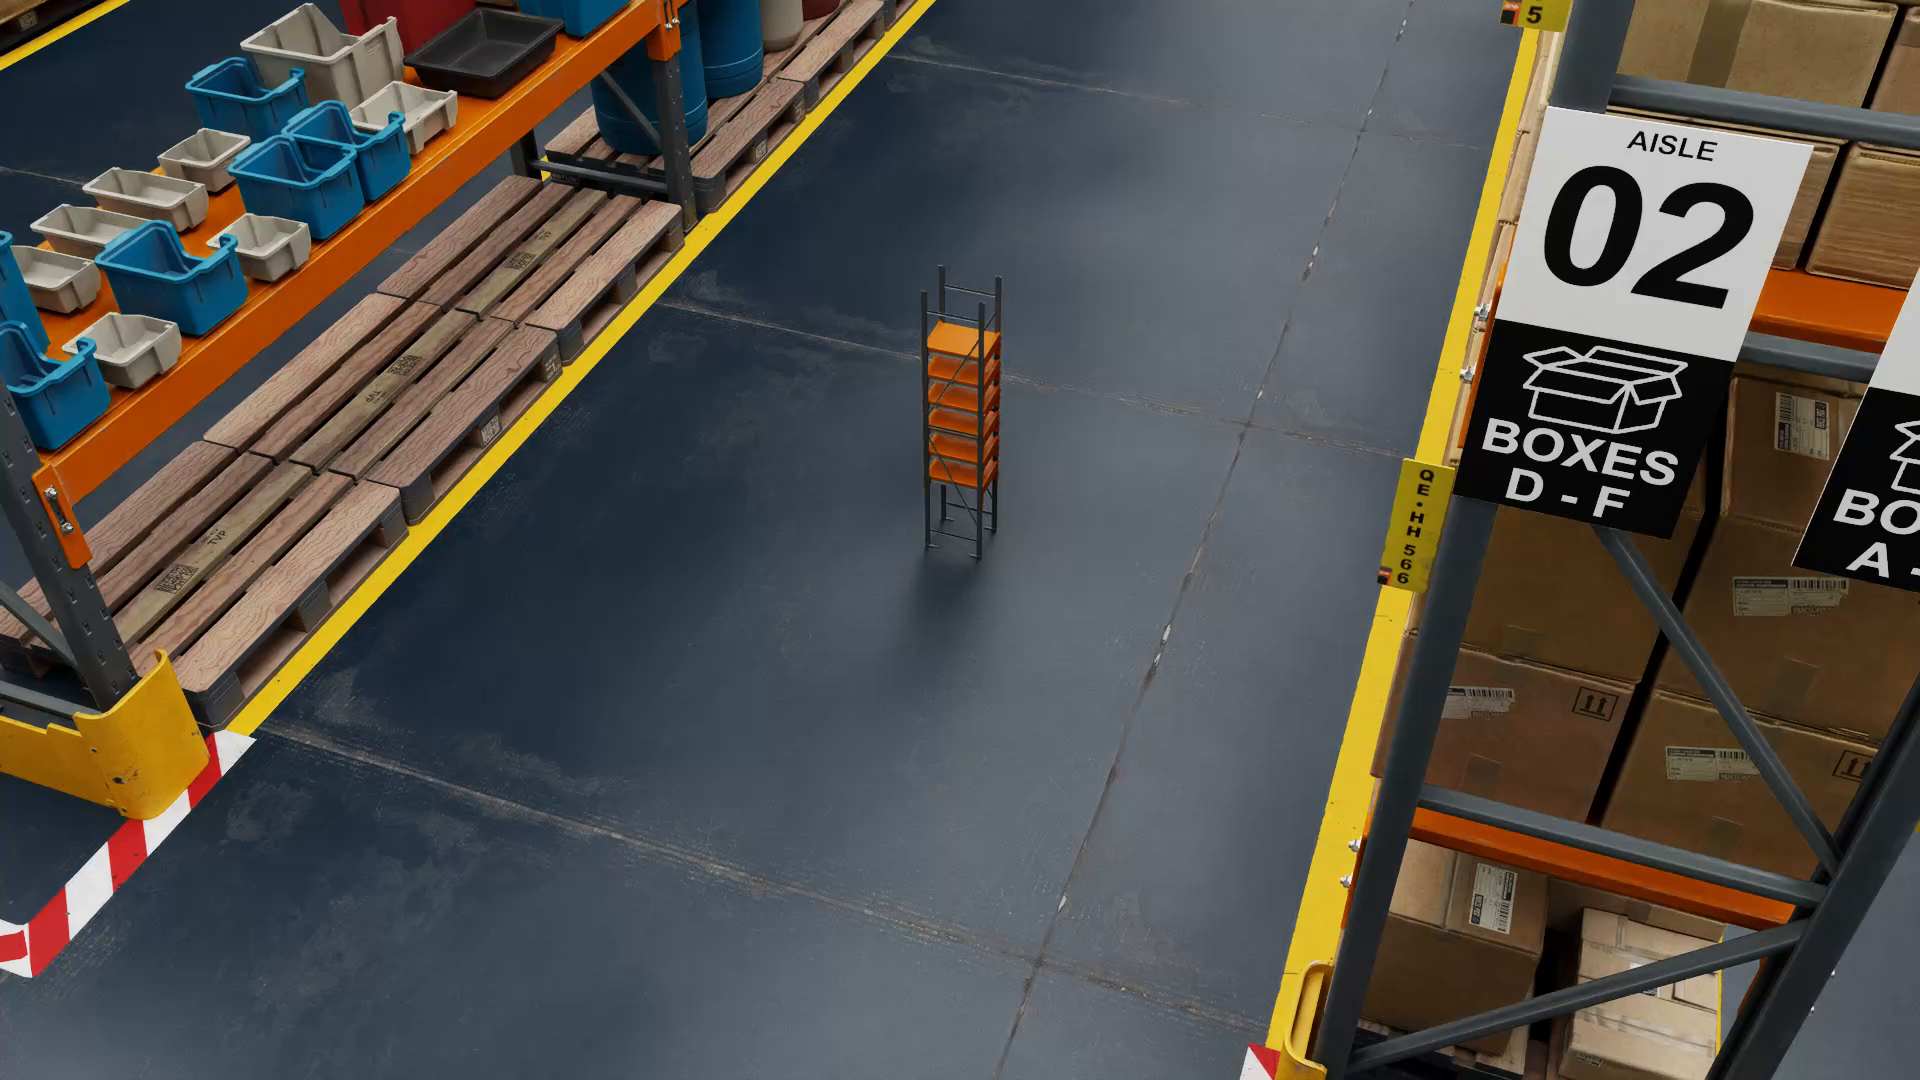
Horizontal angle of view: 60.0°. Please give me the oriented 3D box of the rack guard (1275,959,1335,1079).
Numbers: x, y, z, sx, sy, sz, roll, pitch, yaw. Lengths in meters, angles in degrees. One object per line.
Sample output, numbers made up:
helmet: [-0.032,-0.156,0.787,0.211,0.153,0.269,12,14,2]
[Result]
rack guard: [1.452,1.577,4.517,1.175,0.500,0.348,13,42,15]

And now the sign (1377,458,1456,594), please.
sign: [0.911,-0.024,3.332,0.100,0.325,0.005,13,42,15]

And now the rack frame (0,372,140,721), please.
rack frame: [-3.227,-0.430,4.942,1.000,3.000,0.127,13,42,15]

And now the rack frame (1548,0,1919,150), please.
rack frame: [1.426,-1.610,1.704,1.000,3.000,0.127,13,42,15]

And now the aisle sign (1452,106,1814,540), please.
aisle sign: [1.115,-0.343,2.838,0.394,0.787,0.004,13,42,15]

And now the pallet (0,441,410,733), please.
pallet: [-2.909,0.137,6.427,1.003,0.211,1.213,13,42,15]

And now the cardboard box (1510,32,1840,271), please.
cardboard box: [1.354,-0.784,3.162,0.500,0.250,0.500,13,42,15]

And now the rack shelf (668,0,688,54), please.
rack shelf: [-1.176,-3.815,9.465,1.077,0.370,4.000,13,42,15]

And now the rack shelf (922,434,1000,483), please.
rack shelf: [0.005,-0.340,6.478,0.258,0.103,0.180,13,42,15]

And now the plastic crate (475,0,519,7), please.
plastic crate: [-2.153,-2.540,7.573,0.396,0.136,0.243,13,42,15]

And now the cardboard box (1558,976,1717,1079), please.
cardboard box: [1.892,1.410,4.644,0.380,0.149,0.250,13,42,15]

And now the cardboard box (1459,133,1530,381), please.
cardboard box: [1.665,-0.704,4.417,0.500,0.500,0.500,14,43,16]

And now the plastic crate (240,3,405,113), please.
plastic crate: [-2.555,-1.957,6.777,0.437,0.282,0.530,13,42,15]

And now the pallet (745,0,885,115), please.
pallet: [-1.141,-3.016,10.123,1.003,0.211,1.213,13,42,15]

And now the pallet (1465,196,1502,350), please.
pallet: [3.037,-1.211,8.007,1.003,0.211,1.213,13,42,15]

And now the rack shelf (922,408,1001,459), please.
rack shelf: [0.005,-0.431,6.400,0.258,0.103,0.180,13,42,15]

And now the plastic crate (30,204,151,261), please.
plastic crate: [-3.006,-1.063,5.842,0.396,0.136,0.243,13,42,15]

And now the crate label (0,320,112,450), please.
crate label: [-2.834,-0.466,5.068,0.416,0.233,0.303,13,42,15]

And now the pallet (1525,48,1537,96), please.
pallet: [3.871,-2.700,9.752,1.003,0.211,1.213,13,42,15]

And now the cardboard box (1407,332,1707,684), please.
cardboard box: [1.320,-0.079,3.684,0.500,0.500,0.500,13,42,15]

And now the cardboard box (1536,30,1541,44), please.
cardboard box: [3.738,-3.210,9.788,0.500,0.500,0.500,15,43,17]

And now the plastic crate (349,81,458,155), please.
plastic crate: [-2.172,-1.663,6.545,0.293,0.136,0.466,13,42,15]

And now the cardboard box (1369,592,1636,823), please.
cardboard box: [1.324,0.300,4.010,0.500,0.500,0.500,15,43,16]

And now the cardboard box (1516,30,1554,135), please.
cardboard box: [2.016,-1.333,5.154,0.500,0.500,0.500,12,42,14]

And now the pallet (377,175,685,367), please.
pallet: [-2.074,-1.351,8.171,1.003,0.211,1.213,13,42,15]

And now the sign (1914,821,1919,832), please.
sign: [1.936,0.463,3.229,0.100,0.325,0.005,13,42,15]

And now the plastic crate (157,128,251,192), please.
plastic crate: [-2.850,-1.423,6.264,0.298,0.136,0.250,13,42,15]

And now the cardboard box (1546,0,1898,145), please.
cardboard box: [1.362,-0.972,2.998,0.500,0.250,0.500,13,42,15]

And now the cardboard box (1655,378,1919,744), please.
cardboard box: [1.826,0.041,3.543,0.500,0.500,0.500,15,43,16]

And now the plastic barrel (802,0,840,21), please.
plastic barrel: [-1.029,-3.560,10.146,0.600,0.588,0.708,13,42,15]

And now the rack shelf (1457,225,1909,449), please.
rack shelf: [2.110,-1.415,4.341,1.077,0.370,4.000,13,42,15]

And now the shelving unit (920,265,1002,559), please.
shelving unit: [0.005,-0.465,6.371,0.258,1.200,0.189,13,42,15]

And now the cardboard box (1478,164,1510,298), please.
cardboard box: [2.693,-1.349,7.607,0.500,0.500,0.500,13,42,15]

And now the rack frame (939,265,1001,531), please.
rack frame: [0.036,-0.521,6.436,0.240,1.200,0.006,13,42,15]

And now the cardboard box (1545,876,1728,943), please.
cardboard box: [2.050,0.977,5.073,0.500,0.250,0.500,13,42,15]

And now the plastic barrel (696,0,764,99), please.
plastic barrel: [-1.415,-2.991,9.237,0.600,0.901,0.708,13,42,15]

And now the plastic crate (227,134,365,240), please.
plastic crate: [-2.383,-1.269,6.009,0.416,0.233,0.300,13,42,15]

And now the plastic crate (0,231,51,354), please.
plastic crate: [-3.288,-0.712,5.199,0.616,0.435,0.499,13,42,15]

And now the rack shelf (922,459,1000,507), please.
rack shelf: [0.005,-0.249,6.556,0.258,0.103,0.180,13,42,15]

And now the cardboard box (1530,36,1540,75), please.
cardboard box: [3.388,-2.584,9.055,0.500,0.500,0.500,13,42,15]

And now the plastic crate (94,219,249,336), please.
plastic crate: [-2.608,-0.868,5.539,0.416,0.233,0.300,13,42,15]
